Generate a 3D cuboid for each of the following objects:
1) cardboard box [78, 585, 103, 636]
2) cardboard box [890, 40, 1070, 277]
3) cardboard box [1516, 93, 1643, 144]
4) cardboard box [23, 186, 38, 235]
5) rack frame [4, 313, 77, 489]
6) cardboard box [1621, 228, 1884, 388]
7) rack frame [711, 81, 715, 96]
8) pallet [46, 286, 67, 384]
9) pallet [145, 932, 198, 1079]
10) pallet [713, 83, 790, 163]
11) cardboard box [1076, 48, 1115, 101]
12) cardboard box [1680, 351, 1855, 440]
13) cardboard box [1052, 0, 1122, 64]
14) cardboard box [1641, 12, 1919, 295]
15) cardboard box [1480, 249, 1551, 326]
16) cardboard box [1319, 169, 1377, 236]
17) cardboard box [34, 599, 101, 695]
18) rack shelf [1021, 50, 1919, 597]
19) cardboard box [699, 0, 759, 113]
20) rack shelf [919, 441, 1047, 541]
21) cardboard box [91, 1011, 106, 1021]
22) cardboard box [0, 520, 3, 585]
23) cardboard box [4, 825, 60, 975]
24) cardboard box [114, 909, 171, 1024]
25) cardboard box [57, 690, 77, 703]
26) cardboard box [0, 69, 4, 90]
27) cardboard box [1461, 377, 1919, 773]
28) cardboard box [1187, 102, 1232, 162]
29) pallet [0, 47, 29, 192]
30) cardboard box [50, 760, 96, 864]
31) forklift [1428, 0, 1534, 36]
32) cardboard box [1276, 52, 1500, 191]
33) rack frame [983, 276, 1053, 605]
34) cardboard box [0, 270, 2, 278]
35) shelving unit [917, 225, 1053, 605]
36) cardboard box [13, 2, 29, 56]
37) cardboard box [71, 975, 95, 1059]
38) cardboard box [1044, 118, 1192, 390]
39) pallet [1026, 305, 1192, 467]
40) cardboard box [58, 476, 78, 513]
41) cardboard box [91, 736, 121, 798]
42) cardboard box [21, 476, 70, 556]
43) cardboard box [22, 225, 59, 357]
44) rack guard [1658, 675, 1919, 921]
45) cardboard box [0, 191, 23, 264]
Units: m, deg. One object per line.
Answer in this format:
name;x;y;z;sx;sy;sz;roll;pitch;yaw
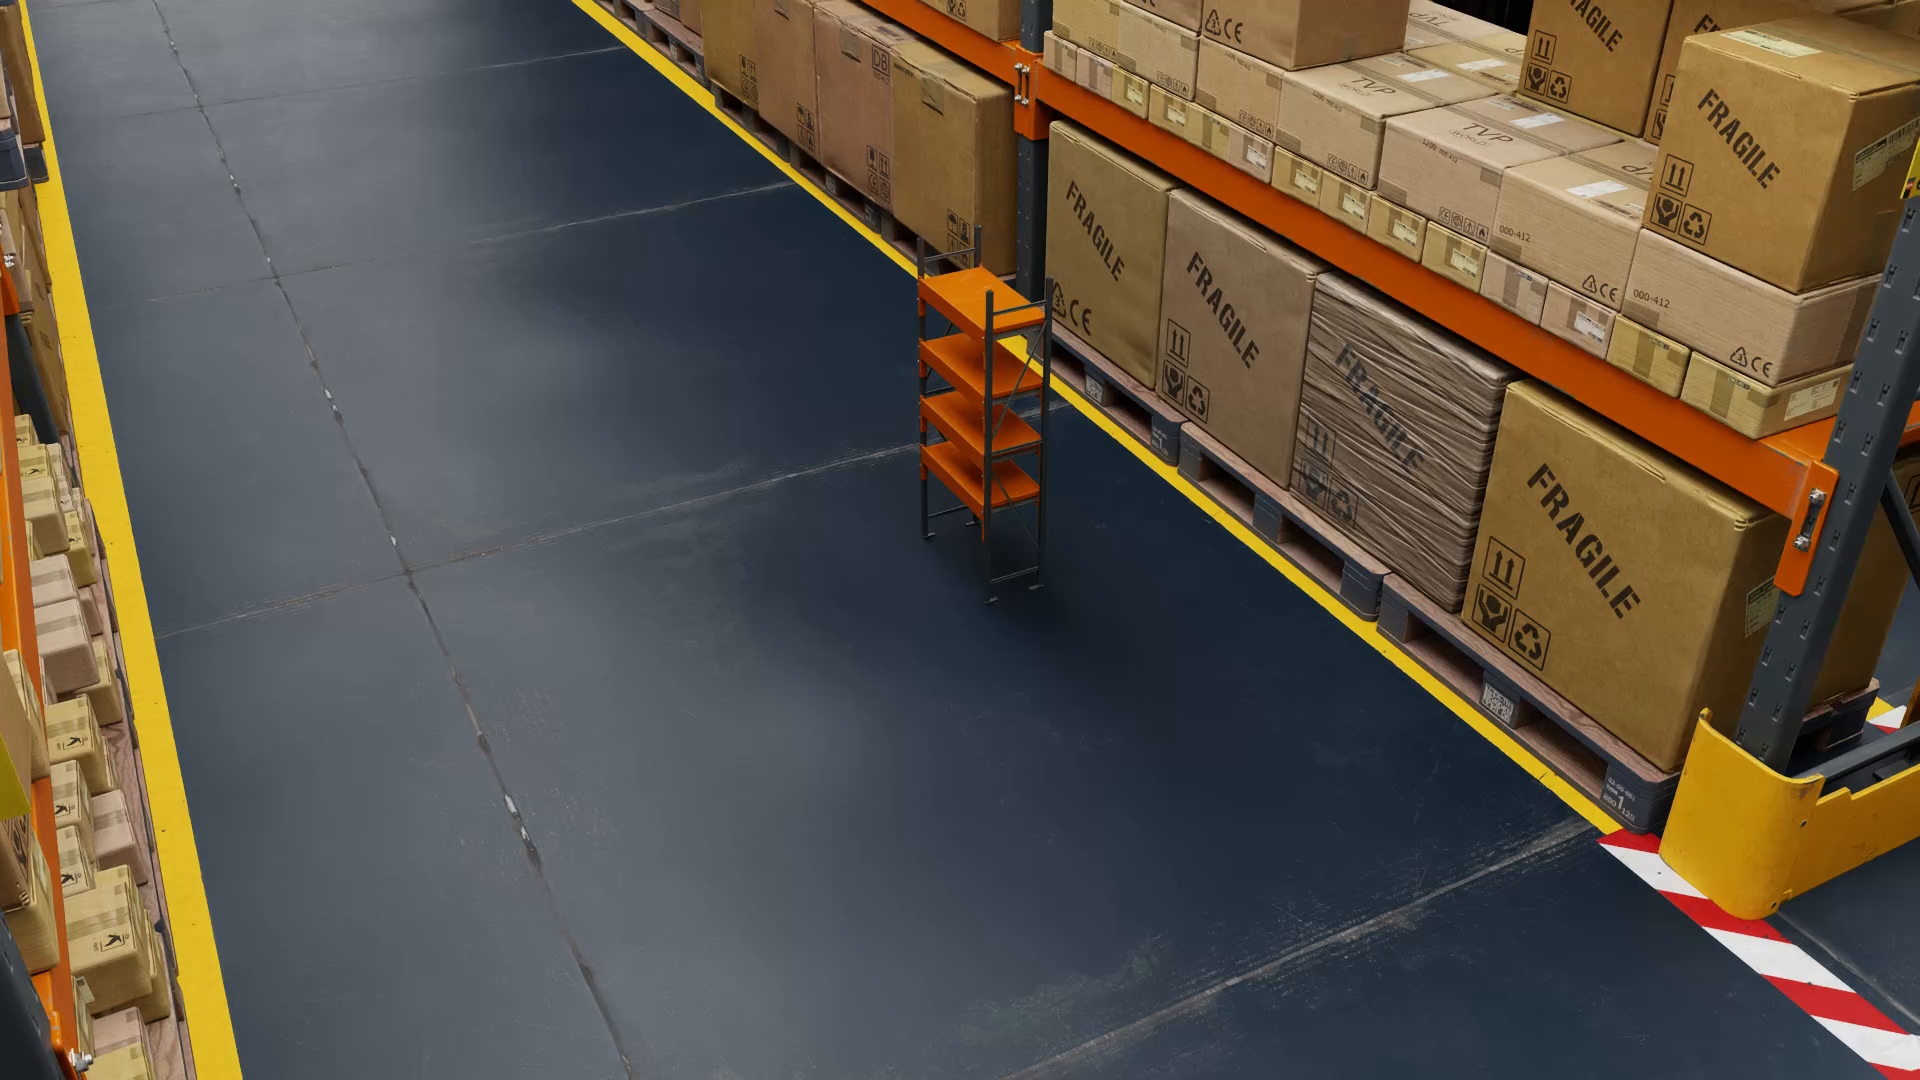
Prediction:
cardboard box;-2.998;0.234;5.358;0.380;0.149;0.250;-17;36;-25
cardboard box;0.409;-1.928;8.059;1.225;0.875;0.875;-16;36;-23
cardboard box;2.126;-1.283;5.335;0.500;0.250;0.500;-17;36;-25
cardboard box;-4.798;-1.682;8.023;0.500;0.500;0.500;-14;35;-21
rack frame;-3.710;-1.146;5.259;1.000;3.000;0.127;-16;36;-23
cardboard box;2.129;-0.663;4.368;0.500;0.250;0.500;-16;36;-24
rack frame;-1.140;-4.254;10.110;1.000;3.000;0.127;-16;36;-23
pallet;-4.647;-0.926;7.500;1.003;0.211;1.213;-16;36;-23
pallet;-2.228;1.504;3.707;1.003;0.211;1.213;-16;36;-23
pallet;-0.839;-2.685;10.245;1.003;0.211;1.213;-16;36;-23
cardboard box;0.691;-1.890;6.652;0.380;0.149;0.250;-17;36;-25
cardboard box;2.132;-0.418;4.355;0.380;0.149;0.250;-15;36;-22
cardboard box;0.712;-2.118;6.638;0.500;0.250;0.500;-17;36;-24
cardboard box;2.130;-0.981;4.169;0.500;0.500;0.500;-15;36;-23
cardboard box;1.778;-0.782;4.922;0.380;0.149;0.250;-15;36;-22
cardboard box;1.420;-1.148;5.493;0.380;0.149;0.250;-15;36;-22
cardboard box;-2.641;0.335;4.648;0.380;0.149;0.250;-17;36;-25
rack shelf;1.657;-1.088;5.835;1.077;0.370;4.000;-16;36;-23
cardboard box;-0.837;-3.202;10.048;1.225;0.875;0.875;-18;37;-25
rack shelf;0.077;-0.202;5.946;0.258;0.148;0.480;-16;36;-23
cardboard box;-2.132;1.107;3.719;0.380;0.149;0.250;-15;36;-23
cardboard box;-2.299;-0.174;3.373;0.500;0.500;0.500;-15;36;-22
cardboard box;-1.706;0.631;2.717;0.380;0.149;0.250;-16;36;-23
cardboard box;-2.145;1.085;4.029;0.380;0.149;0.250;-15;36;-23
cardboard box;-2.731;0.466;4.720;0.380;0.149;0.250;-18;37;-25
cardboard box;-3.621;-1.652;5.891;0.380;0.149;0.250;-15;36;-22
cardboard box;2.221;-0.004;5.056;0.875;0.875;0.875;-16;36;-23
cardboard box;1.058;-1.517;6.070;0.380;0.149;0.250;-16;36;-24
pallet;-3.938;-1.467;5.937;1.003;0.211;1.213;-16;36;-23
cardboard box;-2.338;0.714;4.057;0.380;0.149;0.250;-14;35;-21
forklift;2.609;-2.492;7.422;1.130;2.935;3.031;6;33;9
cardboard box;1.409;-1.396;5.511;0.500;0.250;0.500;-16;36;-23
rack frame;0.191;-0.310;5.621;0.240;1.200;0.015;-16;36;-23
cardboard box;-3.153;-0.867;5.056;0.380;0.149;0.250;-17;36;-24
shelving unit;0.077;-0.426;5.803;0.258;1.200;0.503;-16;36;-23
cardboard box;-6.625;-3.459;10.564;1.050;0.750;0.750;-16;36;-23
cardboard box;-2.024;1.099;3.456;0.380;0.149;0.250;-15;36;-22
cardboard box;0.962;-1.293;7.067;0.875;0.875;0.875;-16;36;-23
pallet;1.010;-0.789;7.286;1.003;0.211;1.213;-16;36;-23
cardboard box;-3.145;-0.052;5.528;0.380;0.149;0.250;-18;37;-25
cardboard box;-2.539;0.721;4.598;0.380;0.149;0.250;-16;36;-23
cardboard box;-3.037;-0.040;5.234;0.380;0.149;0.250;-16;36;-24
cardboard box;-4.068;-0.942;6.868;0.500;0.500;0.500;-14;35;-21
rack guard;2.601;0.627;4.807;1.175;0.500;0.348;-16;36;-23
cardboard box;-4.071;-1.259;6.667;0.500;0.250;0.500;-15;36;-22
